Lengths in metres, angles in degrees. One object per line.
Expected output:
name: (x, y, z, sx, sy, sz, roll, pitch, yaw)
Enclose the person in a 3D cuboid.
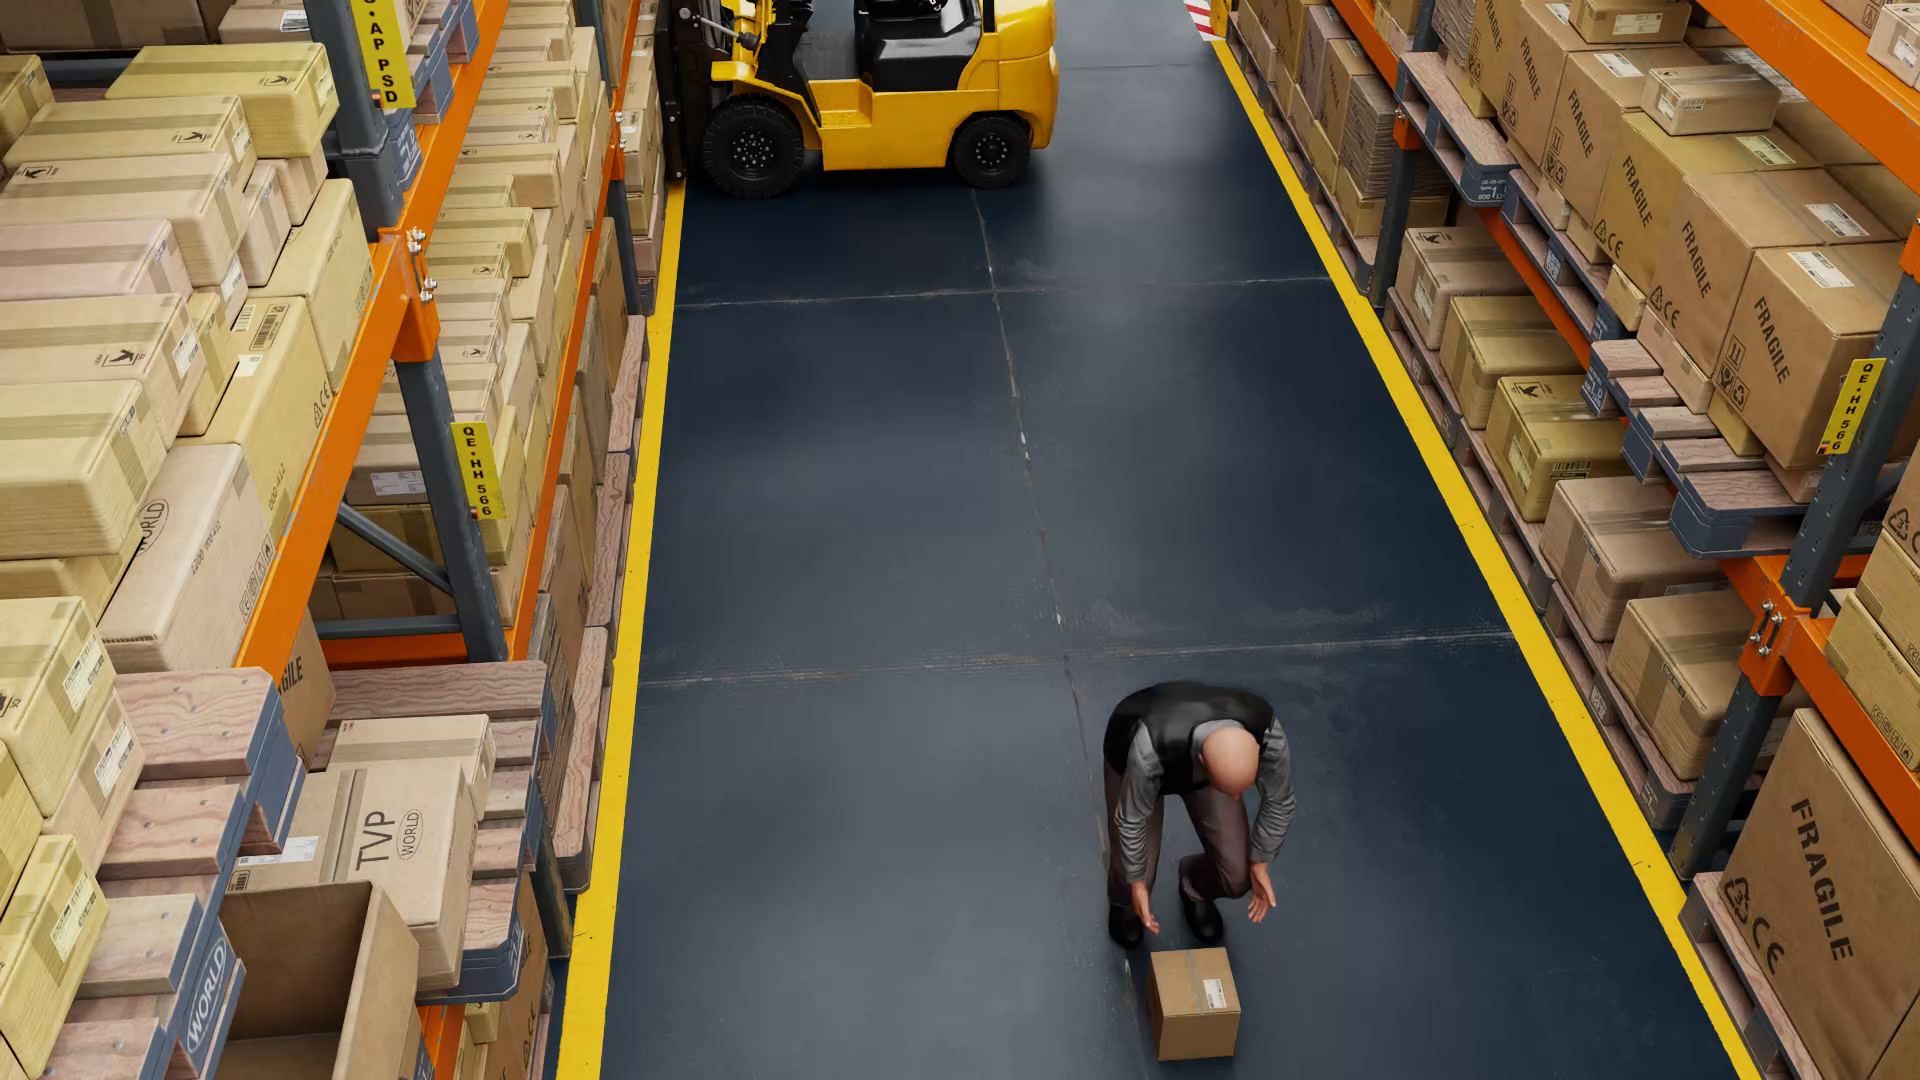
person: (0.763, 0.875, 5.463, 0.585, 1.255, 0.784, -3, 39, -4)
